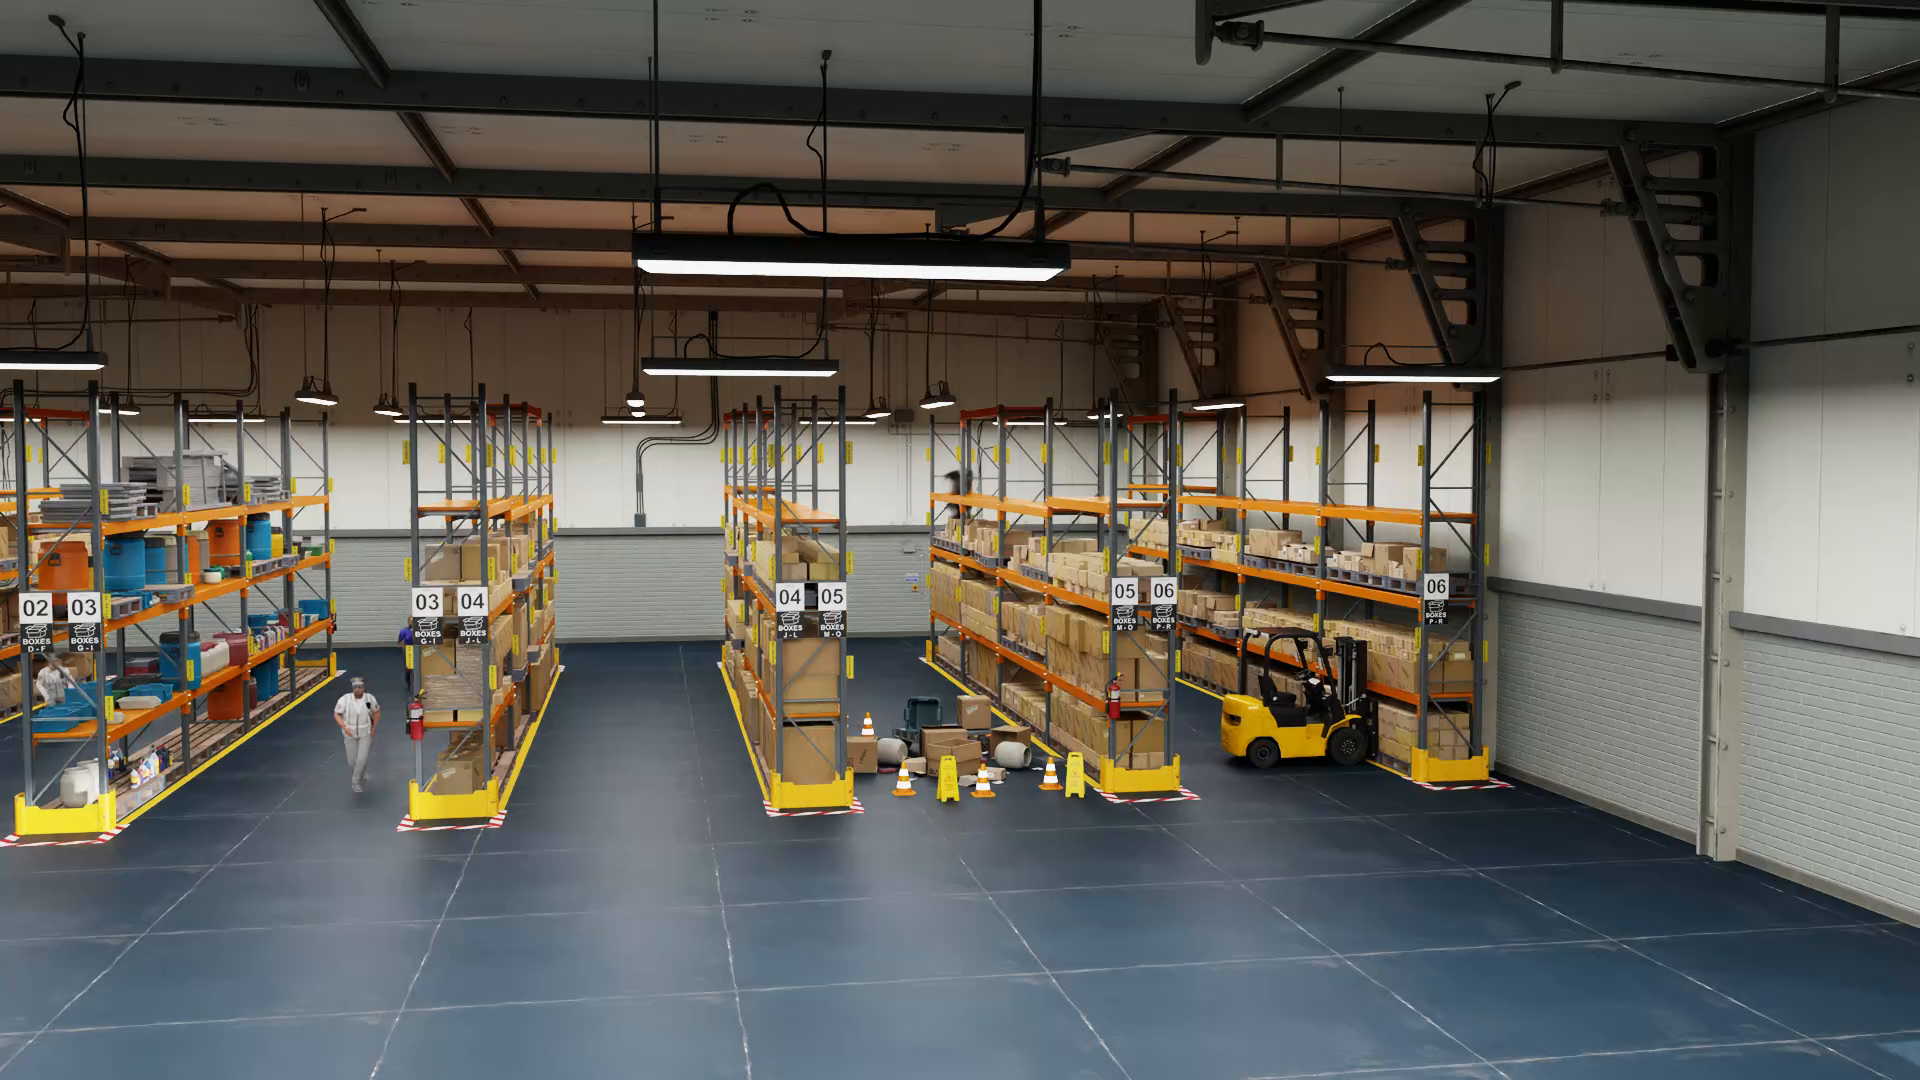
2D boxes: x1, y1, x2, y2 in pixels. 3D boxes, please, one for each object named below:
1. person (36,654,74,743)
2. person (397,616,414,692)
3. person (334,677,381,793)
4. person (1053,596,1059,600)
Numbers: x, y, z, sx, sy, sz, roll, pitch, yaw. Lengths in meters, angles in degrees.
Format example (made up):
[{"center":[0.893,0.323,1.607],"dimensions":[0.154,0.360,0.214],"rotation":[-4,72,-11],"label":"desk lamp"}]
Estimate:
[{"center":[-15.789,2.739,29.023],"dimensions":[0.598,1.585,0.785],"rotation":[-2,4,-36],"label":"person"},{"center":[-11.694,2.468,35.433],"dimensions":[0.576,1.501,0.713],"rotation":[-1,3,-23],"label":"person"},{"center":[-9.039,2.891,24.965],"dimensions":[0.648,1.725,0.658],"rotation":[-1,3,-16],"label":"person"},{"center":[2.101,1.957,37.437],"dimensions":[0.664,1.783,0.848],"rotation":[-1,3,-14],"label":"person"}]
